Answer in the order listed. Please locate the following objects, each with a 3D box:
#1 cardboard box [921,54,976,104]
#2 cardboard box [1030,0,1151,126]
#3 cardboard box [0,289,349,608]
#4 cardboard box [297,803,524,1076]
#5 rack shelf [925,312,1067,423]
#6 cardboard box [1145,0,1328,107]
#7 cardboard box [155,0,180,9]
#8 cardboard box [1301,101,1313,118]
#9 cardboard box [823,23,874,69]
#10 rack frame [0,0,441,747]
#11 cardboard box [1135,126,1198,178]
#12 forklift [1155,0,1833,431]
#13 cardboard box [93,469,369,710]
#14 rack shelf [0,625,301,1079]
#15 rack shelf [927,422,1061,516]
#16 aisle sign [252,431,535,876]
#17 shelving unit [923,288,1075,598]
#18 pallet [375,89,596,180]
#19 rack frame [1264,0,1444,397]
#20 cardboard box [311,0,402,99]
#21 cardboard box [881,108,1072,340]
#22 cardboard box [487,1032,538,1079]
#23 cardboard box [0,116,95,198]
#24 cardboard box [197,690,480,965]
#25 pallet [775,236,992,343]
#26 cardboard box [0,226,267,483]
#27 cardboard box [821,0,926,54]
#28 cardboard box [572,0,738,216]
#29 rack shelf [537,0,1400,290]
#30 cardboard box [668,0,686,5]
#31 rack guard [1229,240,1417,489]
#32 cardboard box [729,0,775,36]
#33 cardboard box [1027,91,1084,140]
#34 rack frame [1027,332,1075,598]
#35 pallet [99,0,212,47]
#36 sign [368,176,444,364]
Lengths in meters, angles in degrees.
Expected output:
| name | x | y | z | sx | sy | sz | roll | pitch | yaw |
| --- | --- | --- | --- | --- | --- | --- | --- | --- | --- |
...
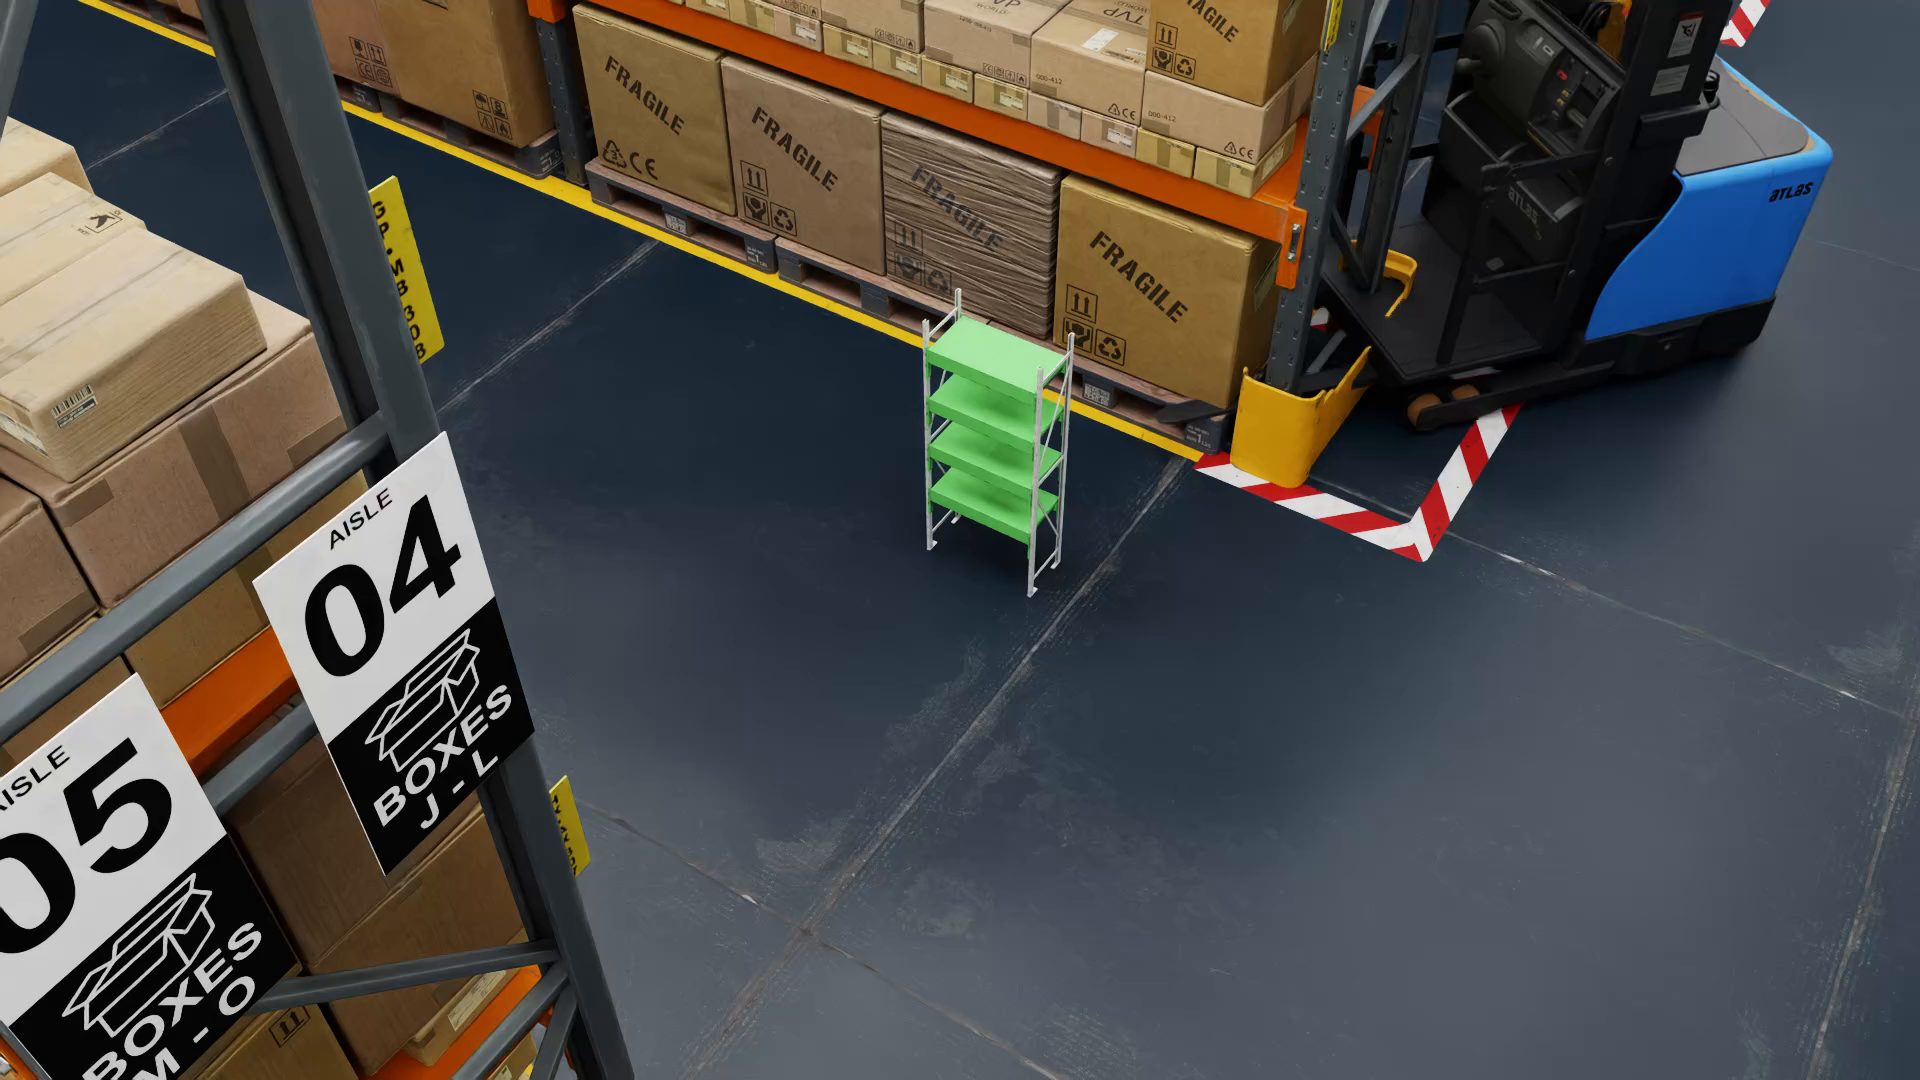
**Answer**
| name | x | y | z | sx | sy | sz | roll | pitch | yaw |
| --- | --- | --- | --- | --- | --- | --- | --- | --- | --- |
| cardboard box | 0.044 | -2.025 | 7.023 | 0.250 | 0.149 | 0.380 | 25 | 51 | 22 |
| cardboard box | 0.623 | -1.954 | 6.676 | 0.500 | 0.250 | 0.500 | 24 | 50 | 21 |
| cardboard box | -1.400 | -0.221 | 2.760 | 0.500 | 0.250 | 0.500 | 25 | 51 | 23 |
| cardboard box | -1.391 | 0.798 | 3.828 | 0.500 | 0.500 | 0.500 | 27 | 52 | 24 |
| rack shelf | 0.139 | -0.644 | 6.181 | 0.480 | 0.148 | 0.258 | 25 | 51 | 22 |
| cardboard box | 1.048 | -2.021 | 6.219 | 0.500 | 0.500 | 0.500 | 25 | 51 | 23 |
| cardboard box | -4.564 | -3.902 | 9.861 | 0.875 | 0.875 | 1.225 | 22 | 50 | 20 |
| cardboard box | 1.480 | -1.928 | 6.929 | 0.250 | 0.149 | 0.380 | 25 | 51 | 23 |
| cardboard box | -0.384 | -2.222 | 7.214 | 0.250 | 0.149 | 0.380 | 23 | 50 | 21 |
| rack frame | -1.162 | -0.814 | 1.488 | 0.127 | 3.000 | 1.000 | 25 | 51 | 22 |
| cardboard box | 0.903 | -1.630 | 6.639 | 0.250 | 0.149 | 0.380 | 25 | 51 | 22 |
| forklift | 2.192 | -1.937 | 6.810 | 3.031 | 2.935 | 1.130 | -13 | 47 | -13 |
| cardboard box | -1.402 | -0.045 | 2.937 | 0.500 | 0.250 | 0.500 | 26 | 51 | 23 |
| rack shelf | -2.846 | -0.292 | 3.574 | 4.000 | 0.370 | 1.077 | 25 | 51 | 22 |
| rack shelf | 0.139 | -0.310 | 6.525 | 0.480 | 0.148 | 0.258 | 25 | 51 | 22 |
| aisle sign | -0.939 | 0.218 | 2.856 | 0.004 | 0.787 | 0.394 | 25 | 51 | 22 |
| shelving unit | 0.139 | -0.354 | 6.479 | 0.503 | 1.200 | 0.258 | 25 | 51 | 22 |
| pallet | -2.457 | -2.509 | 9.262 | 1.213 | 0.211 | 1.003 | 25 | 51 | 22 |
| rack frame | 1.600 | -1.678 | 6.511 | 0.127 | 3.000 | 1.000 | 25 | 51 | 22 |
| cardboard box | -3.069 | -3.214 | 9.192 | 0.875 | 0.875 | 1.225 | 23 | 50 | 21 |
| cardboard box | 0.253 | -1.636 | 7.659 | 0.875 | 0.875 | 0.875 | 25 | 51 | 22 |
| cardboard box | -1.420 | 1.508 | 4.695 | 0.250 | 0.149 | 0.380 | 23 | 50 | 20 |
| cardboard box | -1.706 | -0.551 | 2.802 | 0.250 | 0.149 | 0.380 | 25 | 51 | 22 |
| cardboard box | -1.397 | 0.456 | 3.463 | 0.500 | 0.500 | 0.500 | 24 | 51 | 22 |
| pallet | -0.138 | -1.442 | 8.226 | 1.213 | 0.211 | 1.003 | 25 | 51 | 22 |
| cardboard box | -1.312 | -0.293 | 2.551 | 0.250 | 0.149 | 0.380 | 24 | 51 | 22 |
| cardboard box | -0.247 | -2.350 | 7.061 | 0.500 | 0.250 | 0.500 | 25 | 51 | 22 |
| cardboard box | -1.254 | -2.329 | 8.332 | 0.875 | 0.875 | 0.875 | 25 | 51 | 22 |
| rack shelf | -0.083 | -2.202 | 7.522 | 4.000 | 0.370 | 1.077 | 25 | 51 | 22 |
| cardboard box | -1.254 | -2.621 | 7.602 | 0.250 | 0.149 | 0.380 | 26 | 51 | 23 |
| rack guard | 1.621 | -0.798 | 7.399 | 0.348 | 0.500 | 1.175 | 25 | 51 | 22 |
| cardboard box | -0.816 | -2.421 | 7.408 | 0.250 | 0.149 | 0.380 | 24 | 50 | 22 |
| cardboard box | 0.482 | -1.825 | 6.829 | 0.250 | 0.149 | 0.380 | 26 | 51 | 23 |
| rack frame | 0.345 | -0.260 | 6.387 | 0.015 | 1.200 | 0.240 | 25 | 51 | 22 |
| pallet | -4.511 | -3.453 | 10.180 | 1.213 | 0.211 | 1.003 | 25 | 51 | 22 |
| sign | -0.870 | -0.401 | 2.569 | 0.005 | 0.325 | 0.100 | 25 | 51 | 22 |
